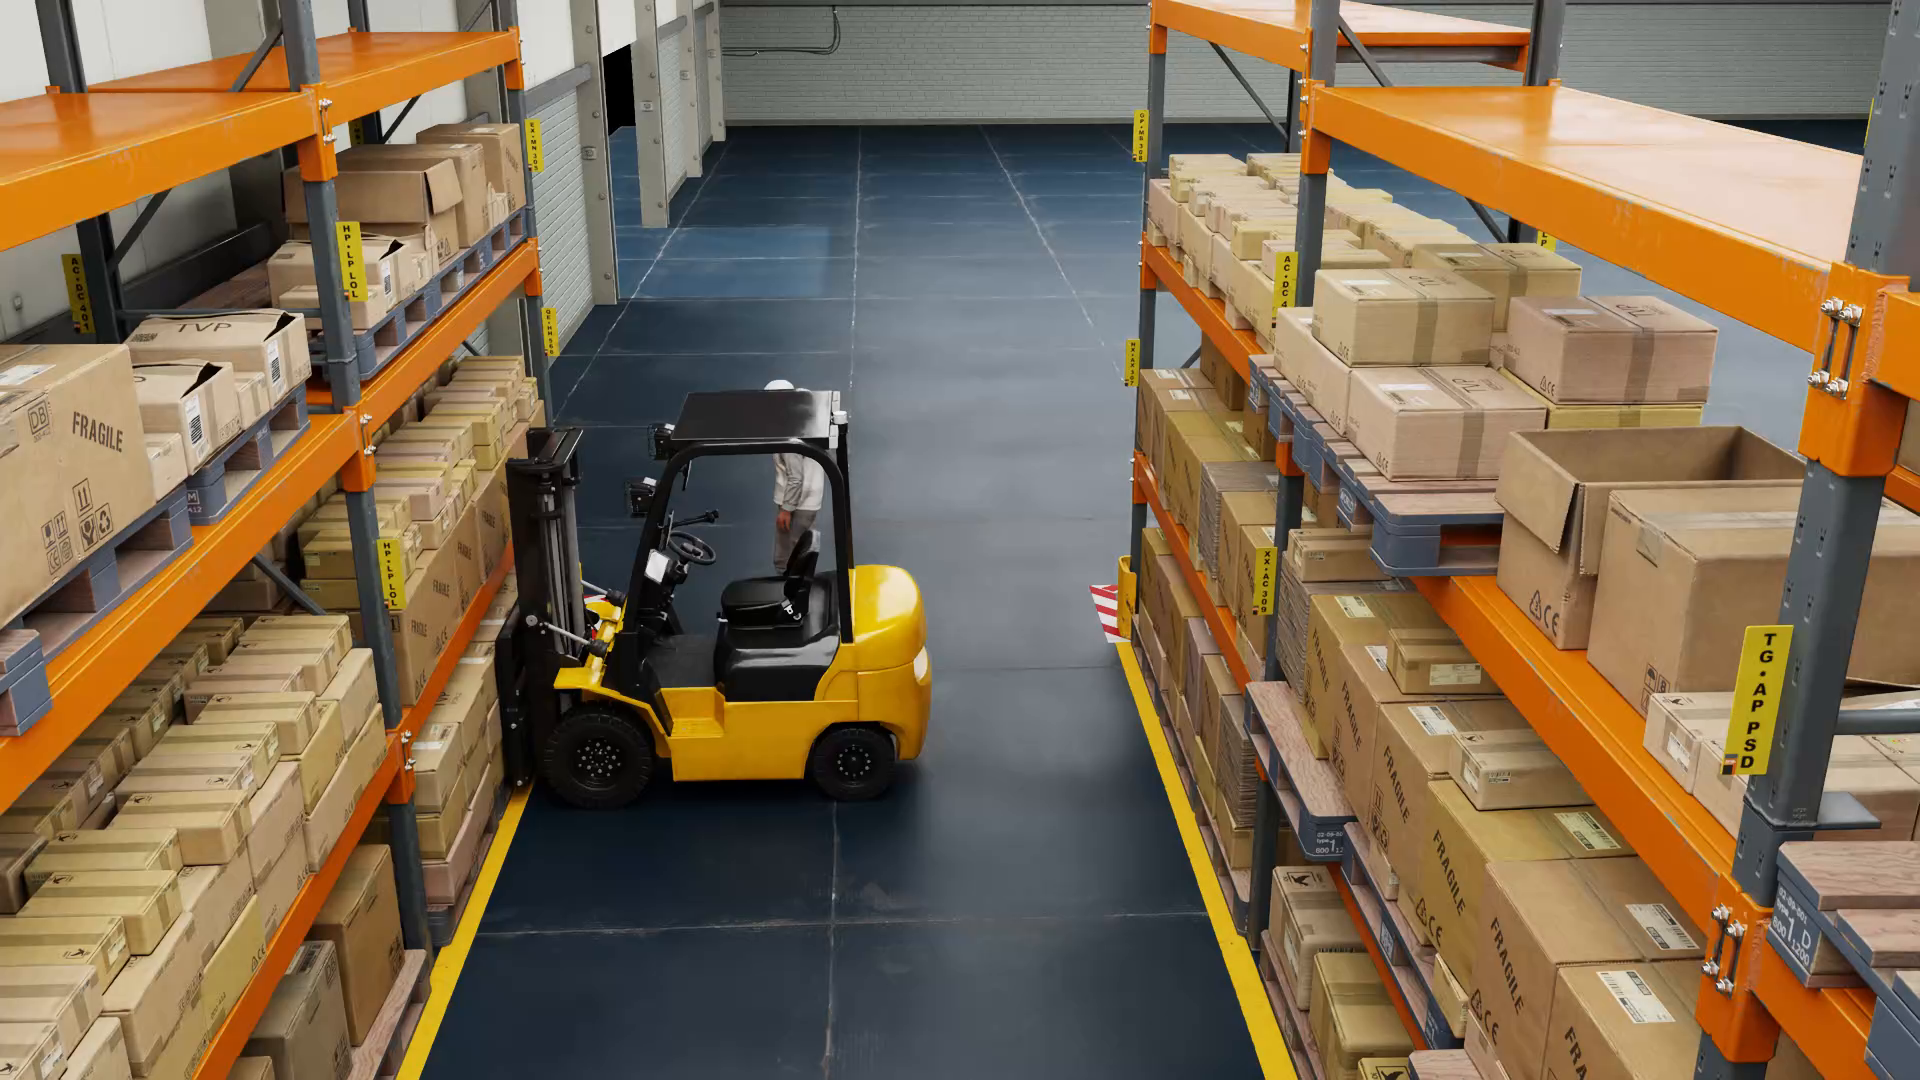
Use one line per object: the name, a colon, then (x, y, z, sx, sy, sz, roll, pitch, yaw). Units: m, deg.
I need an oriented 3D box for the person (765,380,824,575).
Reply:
person: (-1.189, -0.275, 11.782, 0.462, 1.772, 0.581, -1, 20, -3)
